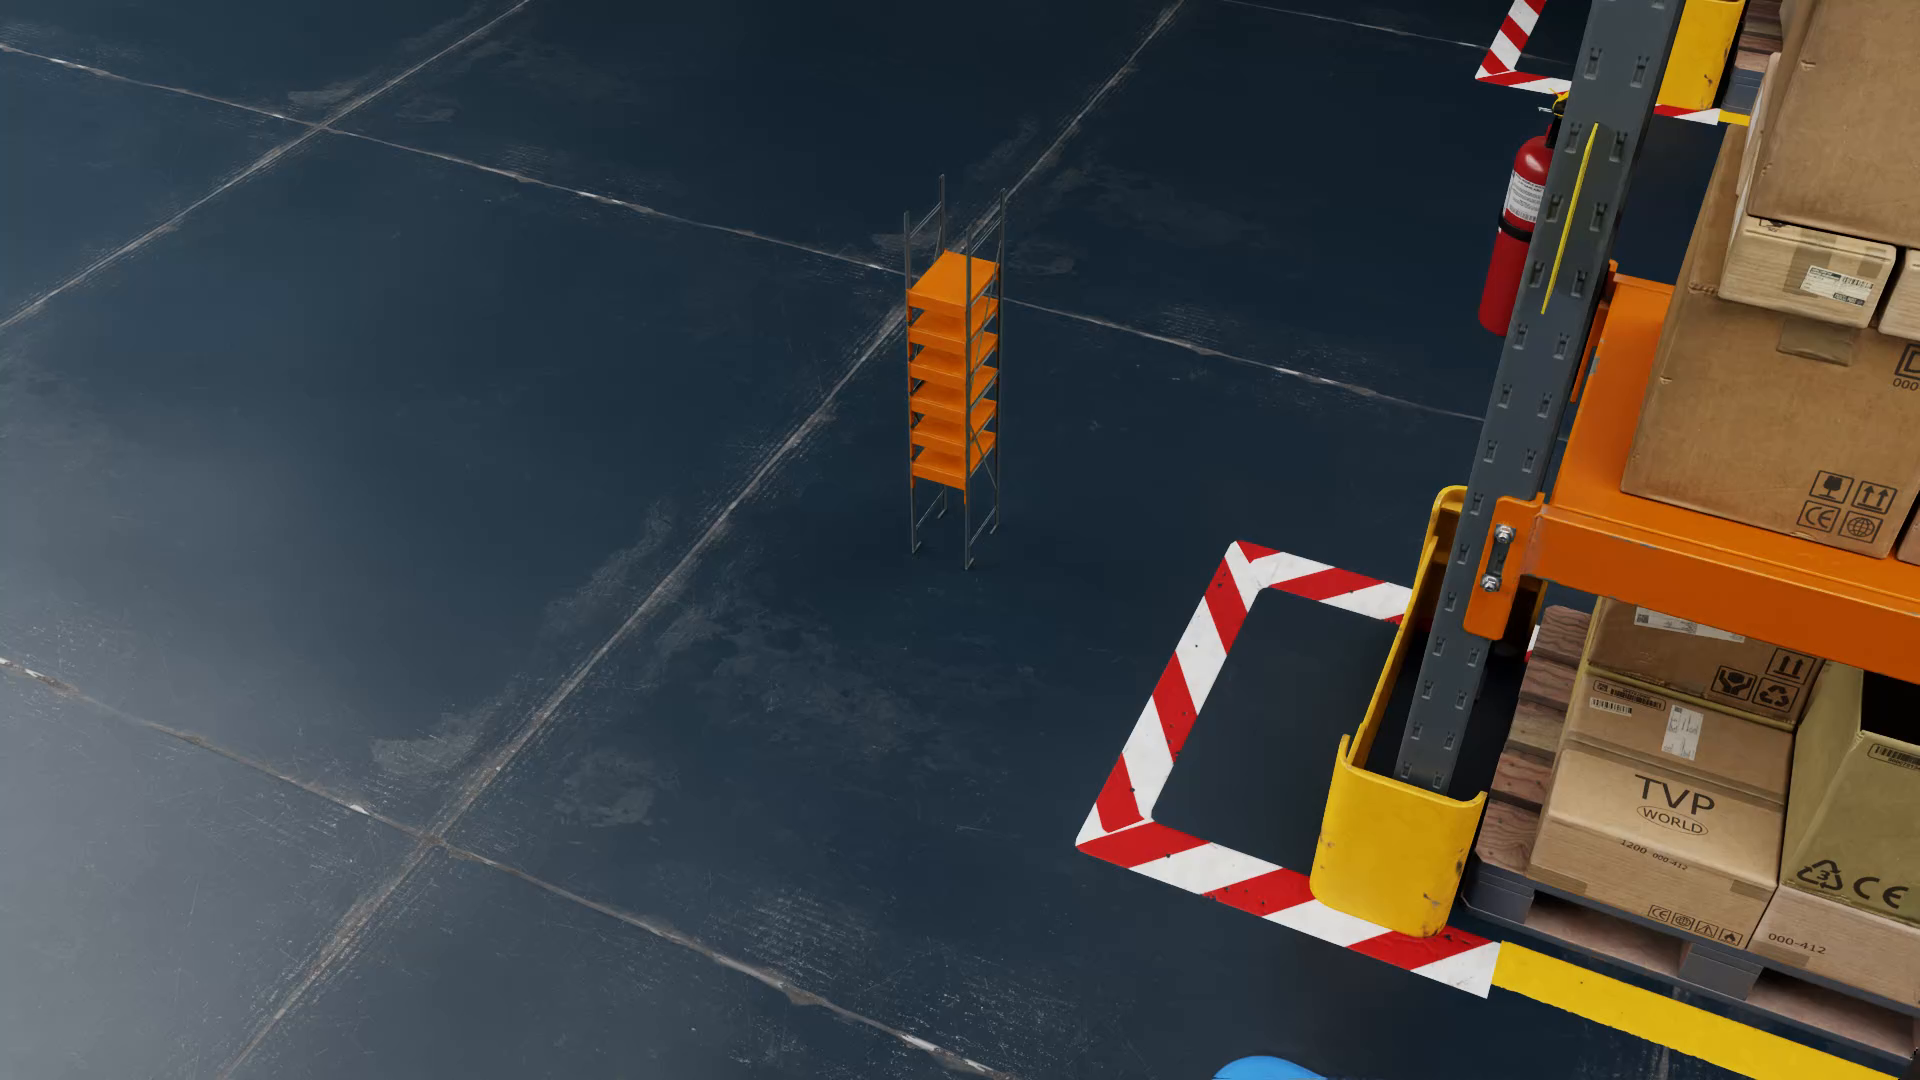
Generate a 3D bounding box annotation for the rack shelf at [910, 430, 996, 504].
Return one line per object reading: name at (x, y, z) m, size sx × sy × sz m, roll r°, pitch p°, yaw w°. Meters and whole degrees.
rack shelf at (-0.013, -0.242, 5.048) m, size 0.180 × 0.103 × 0.258 m, roll 17°, pitch 44°, yaw 19°

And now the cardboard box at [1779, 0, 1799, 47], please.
cardboard box at (3.973, -2.368, 7.409) m, size 0.500 × 0.311 × 0.500 m, roll 12°, pitch 42°, yaw 14°

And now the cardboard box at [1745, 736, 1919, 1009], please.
cardboard box at (2.139, 0.776, 3.844) m, size 0.500 × 0.250 × 0.500 m, roll 17°, pitch 44°, yaw 19°

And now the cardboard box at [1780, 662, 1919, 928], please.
cardboard box at (2.138, 0.493, 3.597) m, size 0.500 × 0.500 × 0.500 m, roll 17°, pitch 44°, yaw 19°

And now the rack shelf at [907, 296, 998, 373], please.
rack shelf at (-0.013, -0.605, 4.734) m, size 0.180 × 0.103 × 0.258 m, roll 17°, pitch 44°, yaw 19°

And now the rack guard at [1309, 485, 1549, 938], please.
rack guard at (1.271, 0.416, 4.388) m, size 0.348 × 0.500 × 1.175 m, roll 17°, pitch 44°, yaw 19°

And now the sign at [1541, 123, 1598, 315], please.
sign at (1.052, -0.551, 2.874) m, size 0.005 × 0.325 × 0.100 m, roll 17°, pitch 44°, yaw 19°

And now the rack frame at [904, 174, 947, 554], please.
rack frame at (-0.096, -0.483, 4.891) m, size 0.006 × 1.200 × 0.240 m, roll 17°, pitch 44°, yaw 19°

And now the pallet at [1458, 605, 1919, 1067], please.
pallet at (2.003, 0.719, 4.259) m, size 1.213 × 0.211 × 1.003 m, roll 17°, pitch 44°, yaw 19°

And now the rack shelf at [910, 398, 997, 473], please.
rack shelf at (-0.013, -0.333, 4.969) m, size 0.180 × 0.103 × 0.258 m, roll 17°, pitch 44°, yaw 19°

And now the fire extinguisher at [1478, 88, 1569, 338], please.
fire extinguisher at (1.382, -0.801, 3.943) m, size 0.183 × 0.674 × 0.296 m, roll 17°, pitch 44°, yaw 19°

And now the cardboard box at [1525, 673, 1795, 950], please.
cardboard box at (1.684, 0.639, 4.001) m, size 0.500 × 0.250 × 0.500 m, roll 17°, pitch 44°, yaw 19°

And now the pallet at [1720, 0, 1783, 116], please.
pallet at (4.174, -2.142, 7.560) m, size 1.213 × 0.211 × 1.003 m, roll 17°, pitch 44°, yaw 19°

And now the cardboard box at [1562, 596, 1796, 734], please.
cardboard box at (1.903, 0.332, 4.356) m, size 0.500 × 0.250 × 0.500 m, roll 17°, pitch 44°, yaw 19°

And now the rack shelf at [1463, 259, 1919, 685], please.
rack shelf at (3.105, 0.304, 3.158) m, size 4.000 × 0.370 × 1.077 m, roll 17°, pitch 44°, yaw 19°

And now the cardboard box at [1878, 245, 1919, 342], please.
cardboard box at (1.797, -0.497, 2.961) m, size 0.250 × 0.149 × 0.380 m, roll 16°, pitch 43°, yaw 18°

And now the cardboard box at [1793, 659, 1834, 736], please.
cardboard box at (2.362, 0.463, 4.204) m, size 0.500 × 0.250 × 0.500 m, roll 17°, pitch 44°, yaw 19°

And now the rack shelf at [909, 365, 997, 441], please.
rack shelf at (-0.013, -0.424, 4.891) m, size 0.180 × 0.103 × 0.258 m, roll 17°, pitch 44°, yaw 19°

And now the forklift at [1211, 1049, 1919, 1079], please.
forklift at (1.505, 1.263, 1.555) m, size 3.031 × 2.935 × 1.130 m, roll 20°, pitch 45°, yaw 22°

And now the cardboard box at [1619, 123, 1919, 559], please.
cardboard box at (1.710, -0.423, 3.371) m, size 0.500 × 0.500 × 0.700 m, roll 17°, pitch 44°, yaw 19°

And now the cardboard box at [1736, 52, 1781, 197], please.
cardboard box at (1.719, -0.812, 3.325) m, size 0.250 × 0.149 × 0.380 m, roll 16°, pitch 44°, yaw 18°

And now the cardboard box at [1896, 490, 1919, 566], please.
cardboard box at (2.188, -0.280, 3.206) m, size 0.500 × 0.500 × 0.700 m, roll 18°, pitch 44°, yaw 20°

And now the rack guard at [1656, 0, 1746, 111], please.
rack guard at (3.452, -2.497, 7.749) m, size 0.348 × 0.500 × 1.175 m, roll 17°, pitch 44°, yaw 19°

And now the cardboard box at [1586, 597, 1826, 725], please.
cardboard box at (1.904, 0.047, 4.111) m, size 0.500 × 0.500 × 0.500 m, roll 17°, pitch 44°, yaw 19°

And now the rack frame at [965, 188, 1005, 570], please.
rack frame at (0.070, -0.432, 4.832) m, size 0.006 × 1.200 × 0.240 m, roll 17°, pitch 44°, yaw 19°

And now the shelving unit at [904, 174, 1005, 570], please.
shelving unit at (-0.013, -0.457, 4.862) m, size 0.189 × 1.200 × 0.258 m, roll 17°, pitch 44°, yaw 19°

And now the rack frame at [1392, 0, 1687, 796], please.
rack frame at (1.292, -0.522, 3.562) m, size 0.127 × 3.000 × 1.000 m, roll 17°, pitch 44°, yaw 19°

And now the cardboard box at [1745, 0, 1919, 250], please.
cardboard box at (1.758, -0.898, 2.929) m, size 0.500 × 0.500 × 0.700 m, roll 17°, pitch 44°, yaw 19°

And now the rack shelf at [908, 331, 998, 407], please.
rack shelf at (-0.013, -0.514, 4.812) m, size 0.180 × 0.103 × 0.258 m, roll 17°, pitch 44°, yaw 19°

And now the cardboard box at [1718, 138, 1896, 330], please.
cardboard box at (1.557, -0.568, 3.044) m, size 0.250 × 0.149 × 0.380 m, roll 17°, pitch 44°, yaw 18°

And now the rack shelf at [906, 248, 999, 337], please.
rack shelf at (-0.013, -0.696, 4.655) m, size 0.180 × 0.103 × 0.258 m, roll 17°, pitch 44°, yaw 19°
